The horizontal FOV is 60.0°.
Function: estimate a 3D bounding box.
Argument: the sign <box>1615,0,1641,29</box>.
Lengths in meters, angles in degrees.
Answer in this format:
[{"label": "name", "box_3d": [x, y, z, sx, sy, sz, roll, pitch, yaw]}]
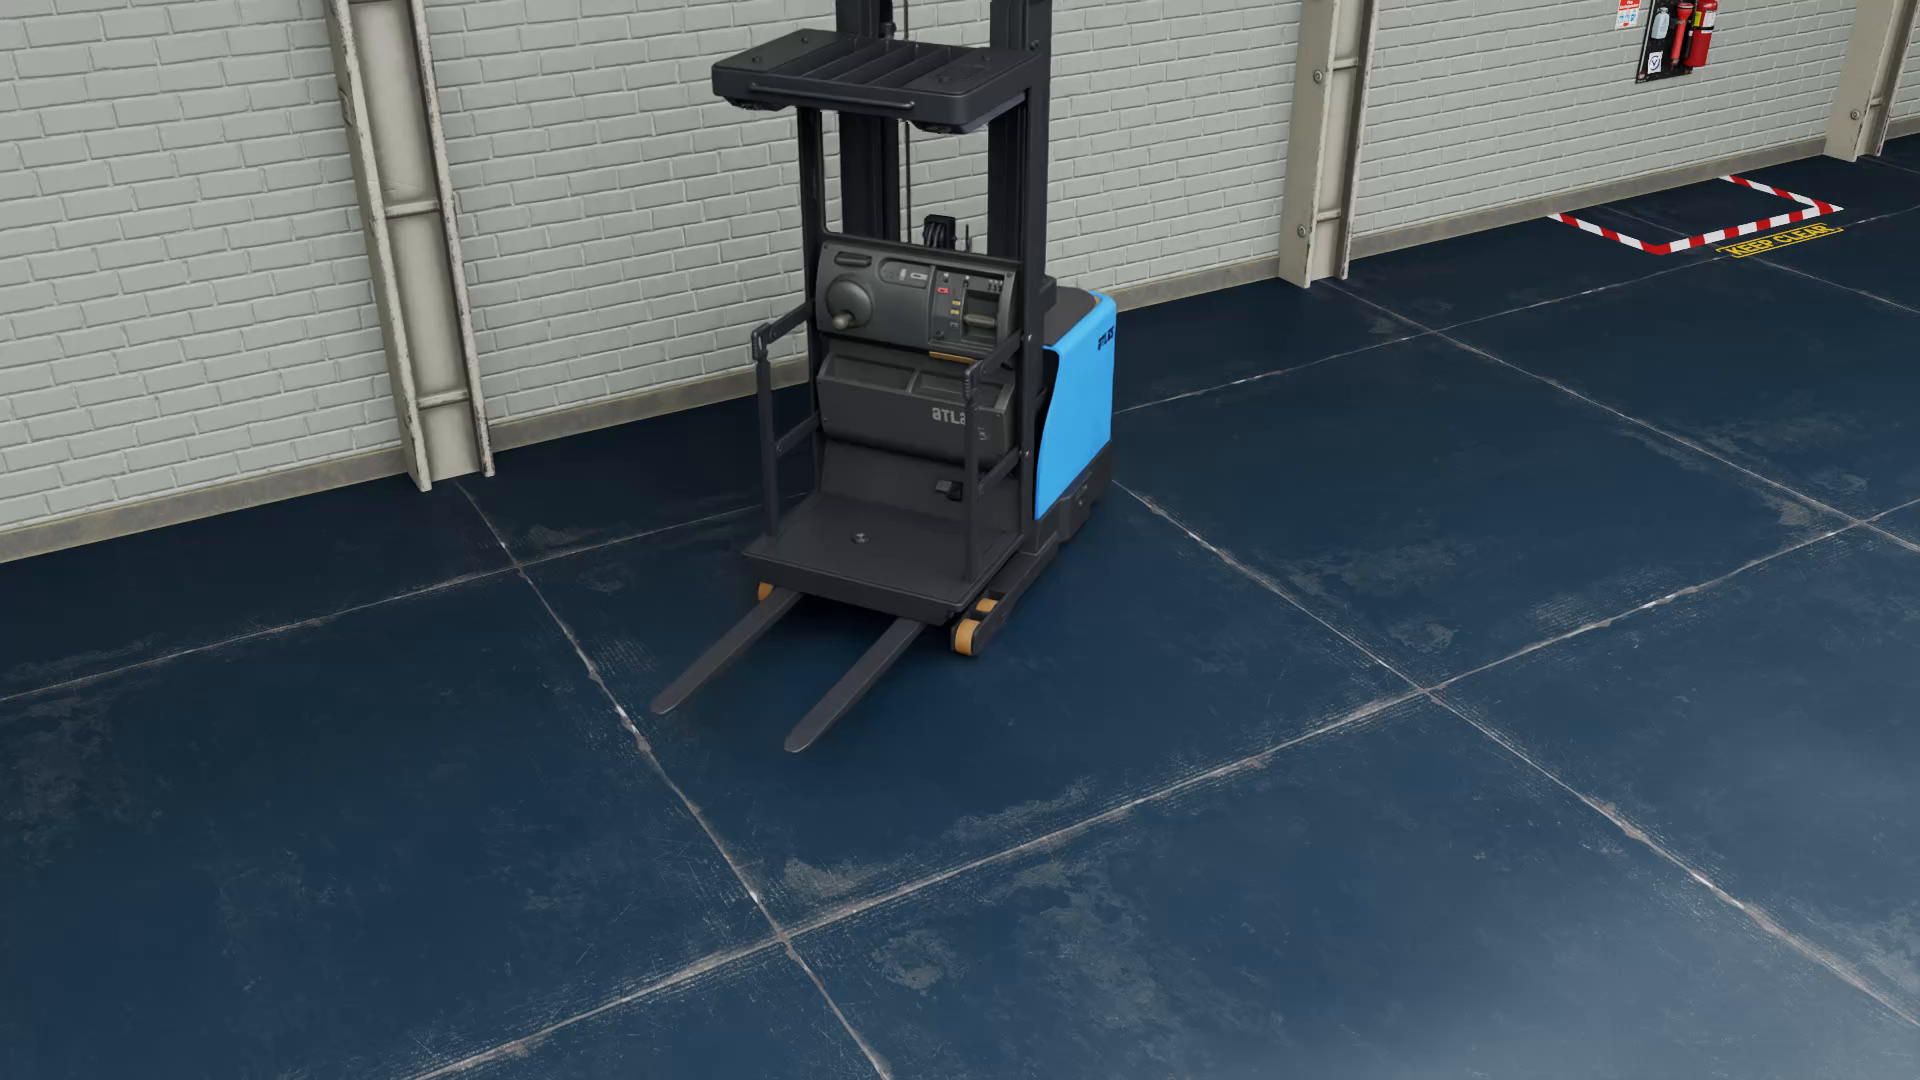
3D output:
[{"label": "sign", "box_3d": [4.939, -3.950, 12.265, 0.234, 0.329, 0.001, -16, 33, -26]}]

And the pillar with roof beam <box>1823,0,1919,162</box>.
[{"label": "pillar with roof beam", "box_3d": [9.799, -5.449, 8.809, 0.400, 9.000, 9.100, -16, 33, -26]}]

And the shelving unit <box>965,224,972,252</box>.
[{"label": "shelving unit", "box_3d": [-0.194, -1.072, 8.944, 0.503, 1.200, 0.258, -2, 27, -4]}]

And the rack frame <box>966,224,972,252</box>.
[{"label": "rack frame", "box_3d": [0.049, -1.081, 8.960, 0.015, 1.200, 0.240, -2, 27, -4]}]

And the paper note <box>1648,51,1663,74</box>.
[{"label": "paper note", "box_3d": [5.280, -3.626, 12.628, 0.142, 0.148, 0.016, -16, 33, -26]}]

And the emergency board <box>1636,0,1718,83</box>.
[{"label": "emergency board", "box_3d": [5.468, -4.026, 12.441, 0.643, 1.169, 0.194, -16, 33, -26]}]

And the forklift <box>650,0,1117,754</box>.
[{"label": "forklift", "box_3d": [-0.289, -1.010, 7.046, 1.130, 2.935, 3.031, 13, 31, 22]}]

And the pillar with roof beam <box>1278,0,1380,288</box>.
[{"label": "pillar with roof beam", "box_3d": [4.626, -3.980, 6.148, 0.400, 9.000, 9.100, -16, 33, -26]}]

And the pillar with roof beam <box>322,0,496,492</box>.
[{"label": "pillar with roof beam", "box_3d": [-0.547, -2.511, 3.487, 0.400, 9.000, 9.100, -16, 33, -26]}]
